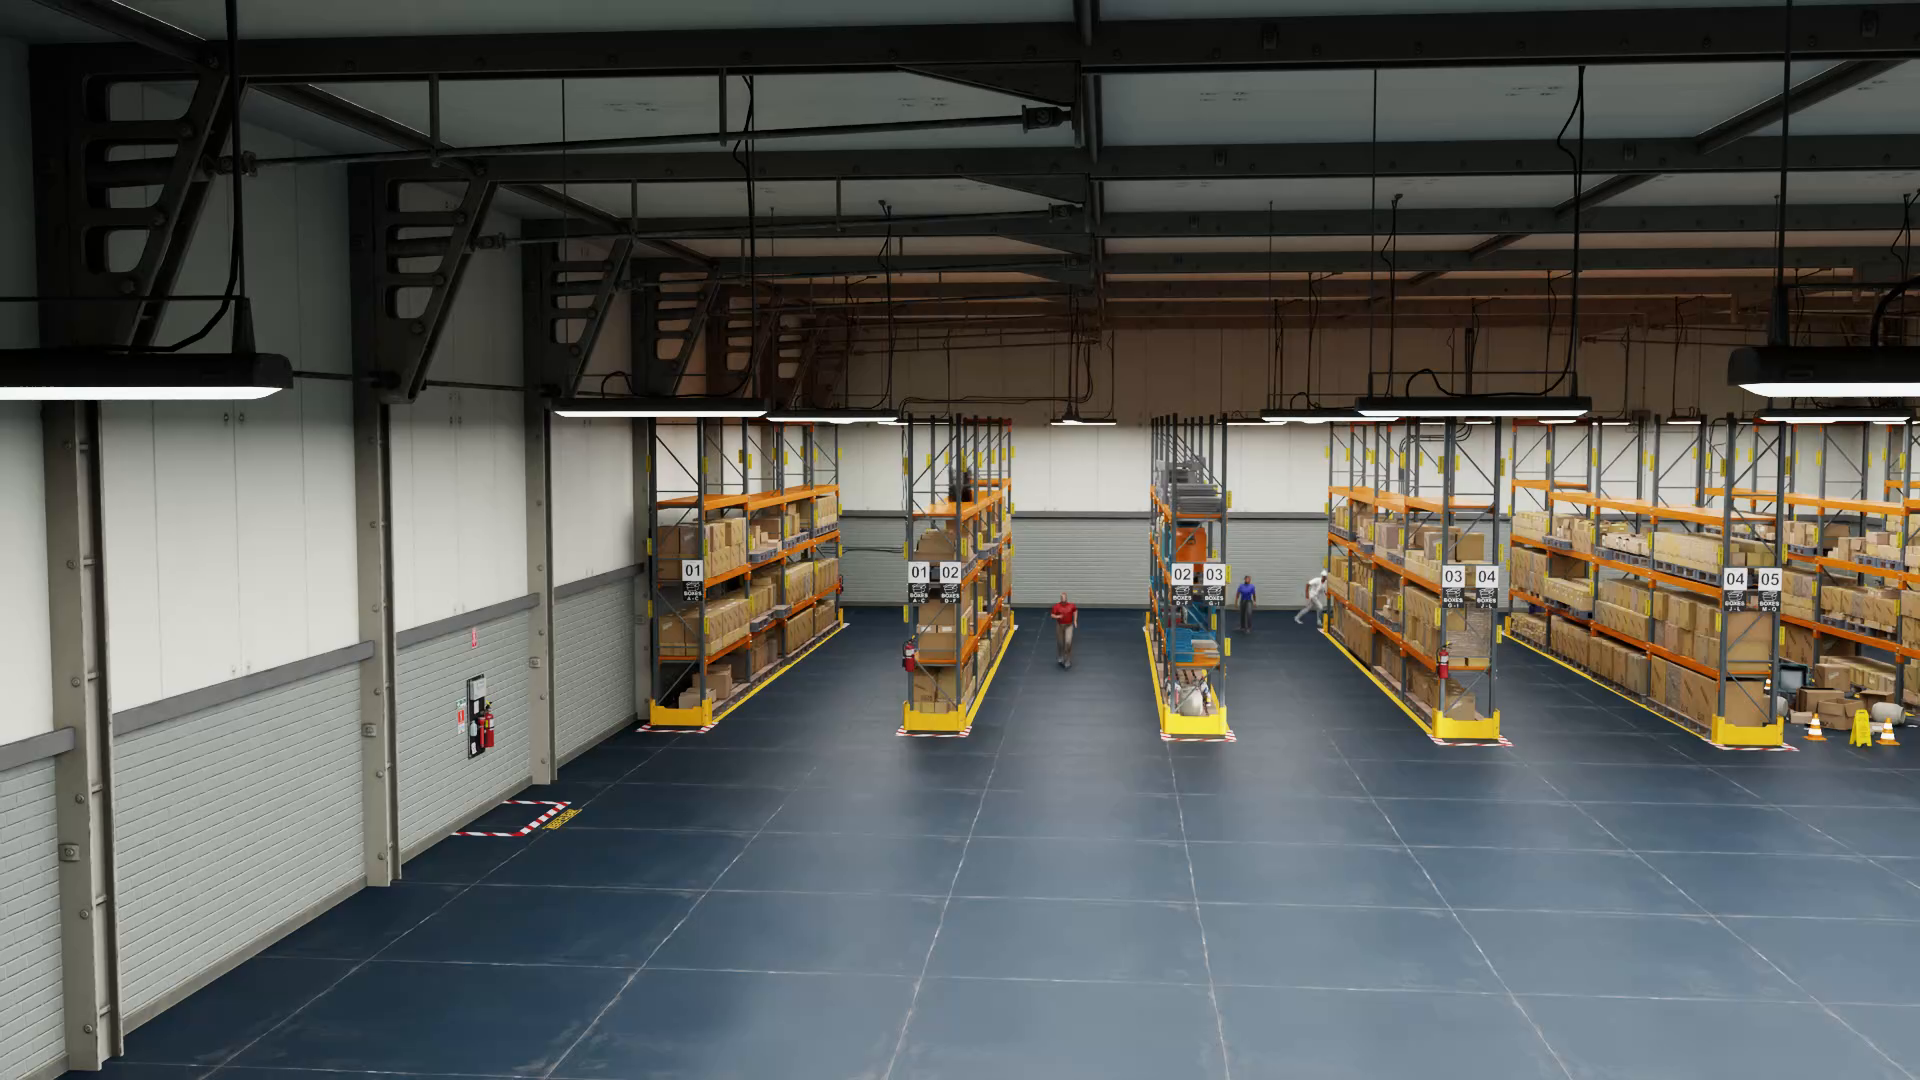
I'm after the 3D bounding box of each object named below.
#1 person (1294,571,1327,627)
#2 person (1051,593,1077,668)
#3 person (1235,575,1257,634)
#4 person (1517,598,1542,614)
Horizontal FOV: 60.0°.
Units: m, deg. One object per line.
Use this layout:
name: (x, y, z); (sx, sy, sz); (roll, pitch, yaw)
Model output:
person: (10.189, 1.674, 48.055); (1.085, 1.618, 0.718); (3, 5, 38)
person: (2.508, 2.163, 40.097); (0.641, 1.792, 0.887); (0, 4, 3)
person: (7.989, 1.783, 46.622); (0.617, 1.617, 0.831); (2, 4, 22)
person: (16.201, 1.884, 47.147); (0.879, 1.347, 0.621); (-1, 4, -21)
